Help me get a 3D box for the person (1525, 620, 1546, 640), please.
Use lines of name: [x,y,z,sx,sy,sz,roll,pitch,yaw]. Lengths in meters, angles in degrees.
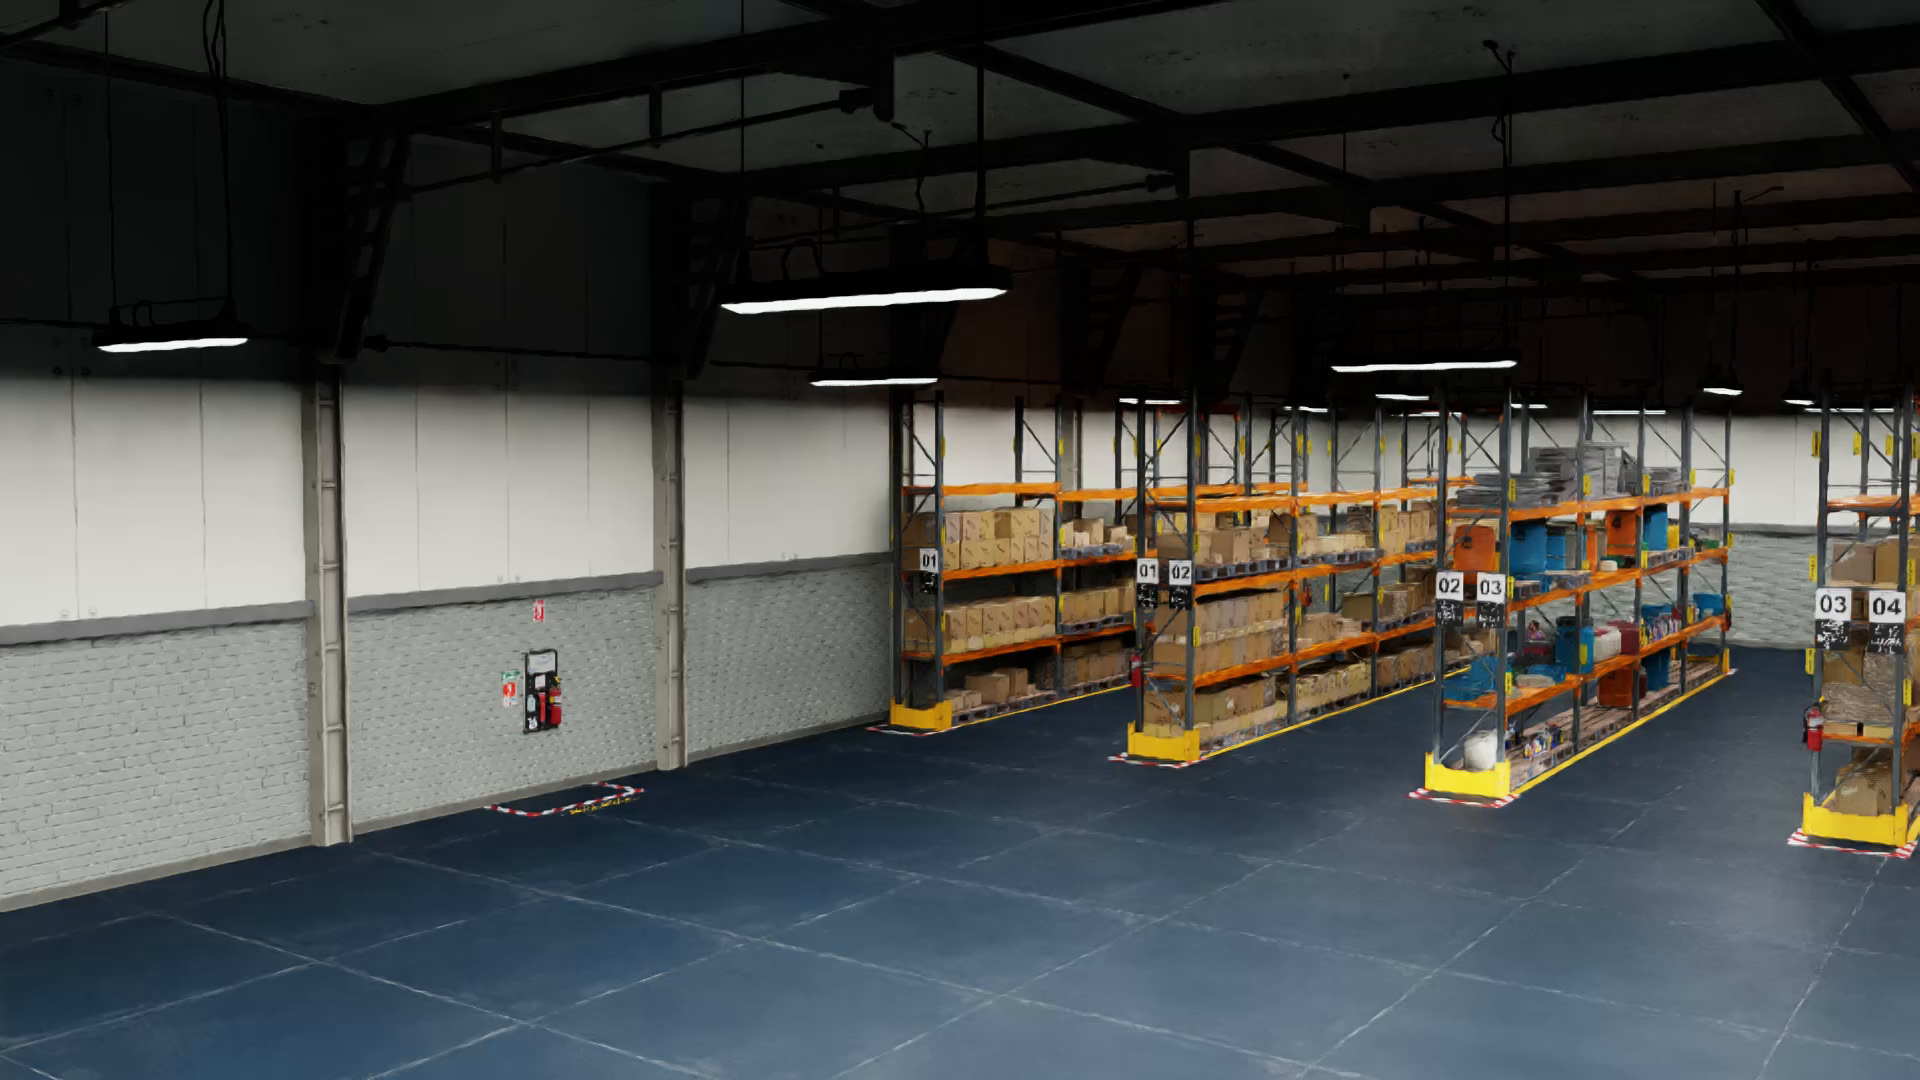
person: [11.544,2.358,33.414,0.566,1.541,0.519,2,4,32]
